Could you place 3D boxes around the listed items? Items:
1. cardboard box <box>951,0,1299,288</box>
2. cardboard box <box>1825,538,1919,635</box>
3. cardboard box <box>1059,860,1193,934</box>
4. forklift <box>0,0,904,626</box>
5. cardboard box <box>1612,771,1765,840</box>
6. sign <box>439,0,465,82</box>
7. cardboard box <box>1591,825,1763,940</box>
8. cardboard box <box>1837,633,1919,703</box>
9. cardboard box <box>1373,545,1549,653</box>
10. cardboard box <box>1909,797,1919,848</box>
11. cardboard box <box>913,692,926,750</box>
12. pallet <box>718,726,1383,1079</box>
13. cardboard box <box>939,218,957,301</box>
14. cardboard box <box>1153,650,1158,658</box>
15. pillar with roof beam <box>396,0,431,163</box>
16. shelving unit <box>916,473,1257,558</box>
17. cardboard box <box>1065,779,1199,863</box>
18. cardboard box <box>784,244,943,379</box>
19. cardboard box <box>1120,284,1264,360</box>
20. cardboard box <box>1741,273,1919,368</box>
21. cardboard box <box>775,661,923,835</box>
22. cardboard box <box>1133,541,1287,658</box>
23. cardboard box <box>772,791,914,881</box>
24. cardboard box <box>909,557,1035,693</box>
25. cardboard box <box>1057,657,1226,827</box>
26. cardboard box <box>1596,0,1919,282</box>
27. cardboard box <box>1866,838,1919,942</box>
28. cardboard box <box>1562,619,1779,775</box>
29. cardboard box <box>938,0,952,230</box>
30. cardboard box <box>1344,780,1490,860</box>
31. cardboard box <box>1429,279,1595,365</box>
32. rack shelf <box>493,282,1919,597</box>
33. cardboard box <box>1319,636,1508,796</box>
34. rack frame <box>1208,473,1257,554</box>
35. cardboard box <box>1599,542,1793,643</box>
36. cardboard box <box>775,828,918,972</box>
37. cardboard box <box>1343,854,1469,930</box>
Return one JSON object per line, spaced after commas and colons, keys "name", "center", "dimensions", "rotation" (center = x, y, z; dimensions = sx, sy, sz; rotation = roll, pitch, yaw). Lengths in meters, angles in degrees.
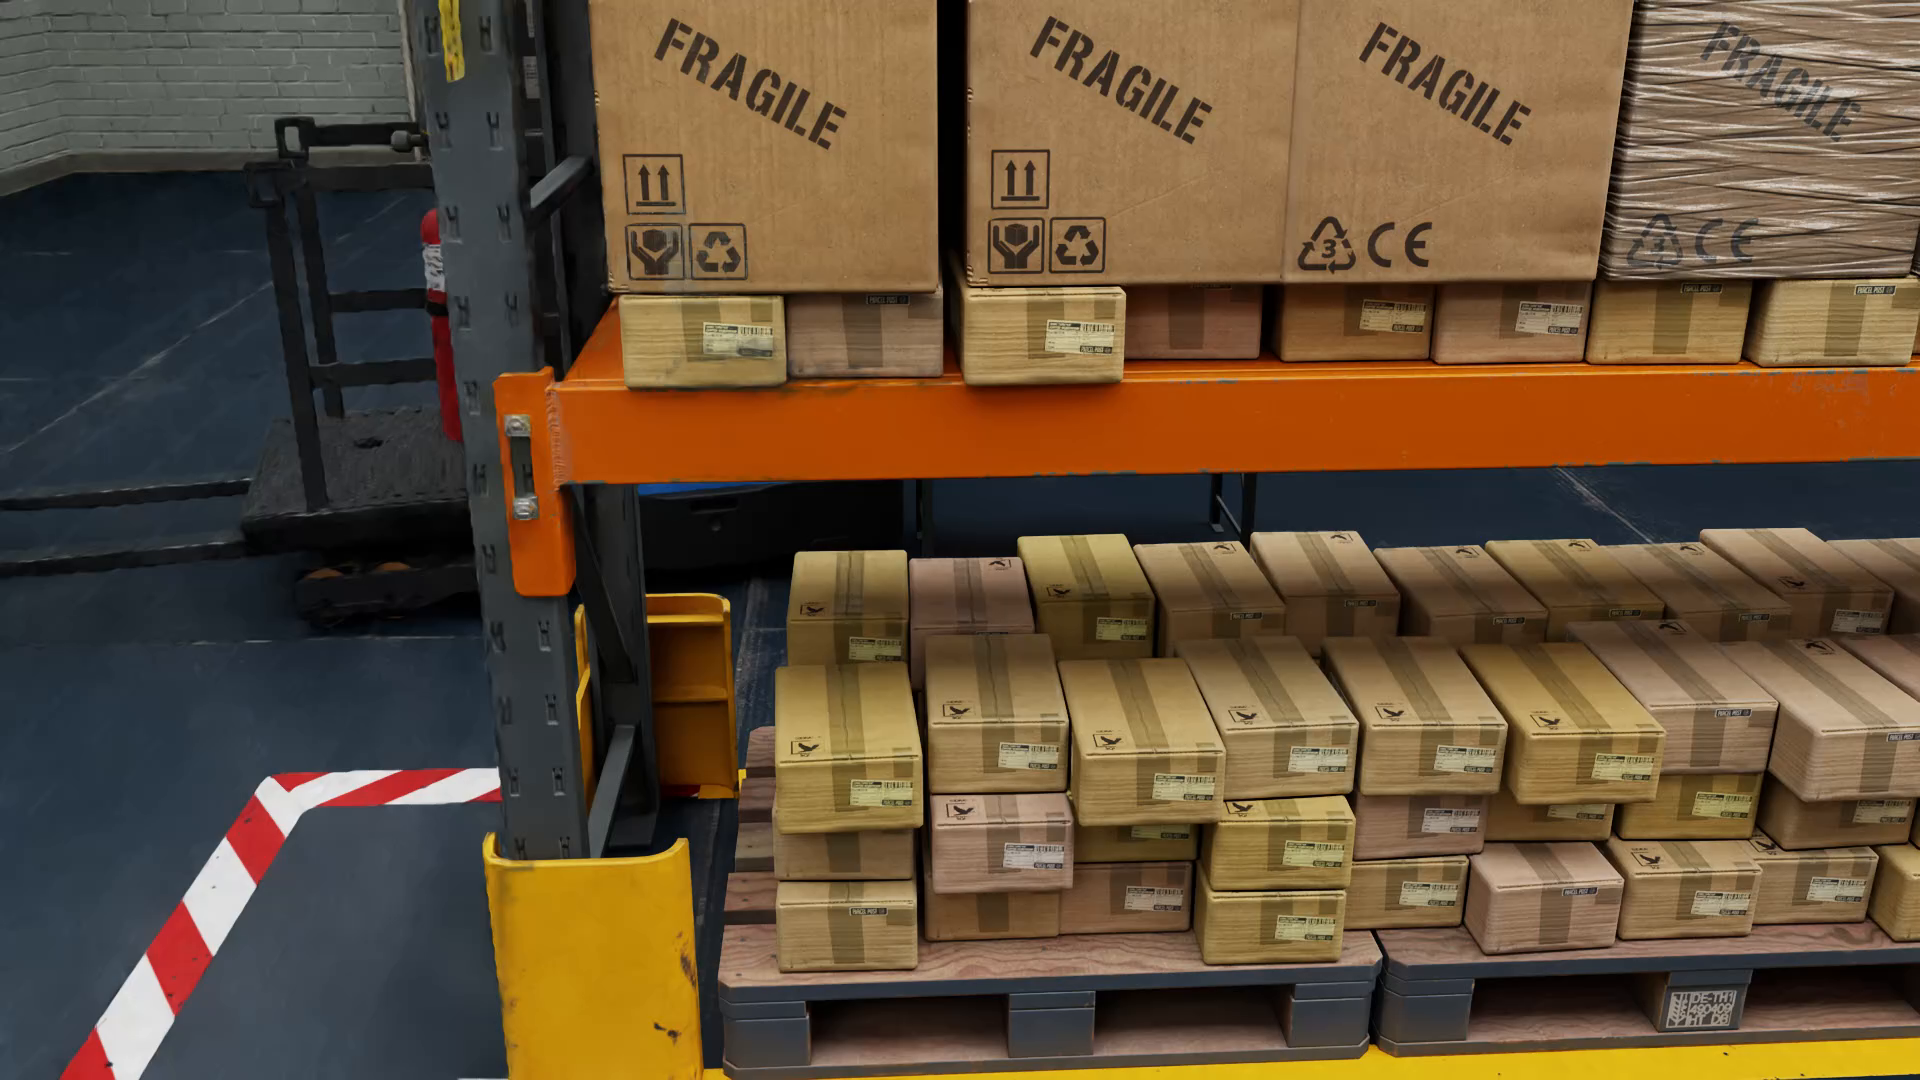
{"name": "cardboard box", "center": [0.248, -0.715, 2.725], "dimensions": [0.500, 0.500, 0.500], "rotation": [-1, 21, -3]}
{"name": "cardboard box", "center": [2.101, 0.132, 3.638], "dimensions": [0.250, 0.149, 0.380], "rotation": [-2, 21, -4]}
{"name": "cardboard box", "center": [0.296, 0.599, 3.249], "dimensions": [0.250, 0.149, 0.380], "rotation": [-1, 21, -2]}
{"name": "forklift", "center": [-1.761, -1.323, 4.976], "dimensions": [3.031, 2.935, 1.130], "rotation": [-6, 22, -15]}
{"name": "cardboard box", "center": [1.365, 0.429, 3.276], "dimensions": [0.250, 0.149, 0.380], "rotation": [0, 21, -1]}
{"name": "sign", "center": [-0.718, -0.810, 2.317], "dimensions": [0.005, 0.325, 0.100], "rotation": [-1, 21, -3]}
{"name": "cardboard box", "center": [1.336, 0.604, 3.234], "dimensions": [0.250, 0.149, 0.380], "rotation": [-1, 21, -3]}
{"name": "cardboard box", "center": [1.874, 0.321, 3.143], "dimensions": [0.250, 0.149, 0.380], "rotation": [-2, 21, -6]}
{"name": "cardboard box", "center": [1.067, 0.150, 3.592], "dimensions": [0.250, 0.149, 0.380], "rotation": [-2, 21, -5]}
{"name": "cardboard box", "center": [1.903, 0.441, 3.246], "dimensions": [0.250, 0.149, 0.380], "rotation": [-1, 21, -2]}
{"name": "cardboard box", "center": [0.025, 0.300, 3.615], "dimensions": [0.250, 0.149, 0.380], "rotation": [-2, 21, -4]}
{"name": "pallet", "center": [0.140, 0.699, 3.488], "dimensions": [1.213, 0.211, 1.003], "rotation": [-1, 21, -3]}
{"name": "cardboard box", "center": [0.060, -0.590, 3.309], "dimensions": [0.250, 0.149, 0.380], "rotation": [-1, 21, -4]}
{"name": "cardboard box", "center": [0.554, 0.306, 3.599], "dimensions": [0.250, 0.149, 0.380], "rotation": [-1, 21, -4]}
{"name": "pillar with roof beam", "center": [-3.917, -5.658, 7.834], "dimensions": [0.400, 9.000, 9.100], "rotation": [-1, 21, -3]}
{"name": "shelving unit", "center": [0.390, -0.661, 5.249], "dimensions": [1.048, 1.500, 0.538], "rotation": [-1, 21, -4]}
{"name": "cardboard box", "center": [0.304, 0.457, 3.203], "dimensions": [0.250, 0.149, 0.380], "rotation": [-1, 21, -2]}
{"name": "cardboard box", "center": [-0.155, -0.391, 2.786], "dimensions": [0.250, 0.149, 0.380], "rotation": [0, 21, -1]}
{"name": "cardboard box", "center": [0.367, -0.431, 2.892], "dimensions": [0.250, 0.149, 0.380], "rotation": [0, 21, -1]}
{"name": "cardboard box", "center": [1.416, -0.416, 2.851], "dimensions": [0.250, 0.149, 0.380], "rotation": [-1, 21, -2]}
{"name": "cardboard box", "center": [-0.207, 0.370, 3.015], "dimensions": [0.250, 0.149, 0.380], "rotation": [-2, 21, -6]}
{"name": "cardboard box", "center": [0.532, 0.141, 3.615], "dimensions": [0.250, 0.149, 0.380], "rotation": [-2, 21, -5]}
{"name": "cardboard box", "center": [-0.212, 0.479, 3.145], "dimensions": [0.250, 0.149, 0.380], "rotation": [0, 21, -1]}
{"name": "cardboard box", "center": [0.019, 0.174, 3.528], "dimensions": [0.250, 0.149, 0.380], "rotation": [-1, 21, -2]}
{"name": "cardboard box", "center": [0.320, 0.362, 3.036], "dimensions": [0.250, 0.149, 0.380], "rotation": [-1, 21, -3]}
{"name": "cardboard box", "center": [1.246, -0.733, 2.772], "dimensions": [0.500, 0.500, 0.500], "rotation": [-2, 21, -4]}
{"name": "cardboard box", "center": [1.839, 0.606, 3.229], "dimensions": [0.250, 0.149, 0.380], "rotation": [-1, 21, -3]}
{"name": "cardboard box", "center": [1.351, 0.297, 3.206], "dimensions": [0.250, 0.149, 0.380], "rotation": [-1, 21, -3]}
{"name": "cardboard box", "center": [0.199, -0.893, 3.193], "dimensions": [0.500, 0.500, 0.500], "rotation": [-1, 21, -4]}
{"name": "cardboard box", "center": [0.826, 0.451, 3.218], "dimensions": [0.250, 0.149, 0.380], "rotation": [-2, 21, -6]}
{"name": "cardboard box", "center": [0.887, -0.423, 2.870], "dimensions": [0.250, 0.149, 0.380], "rotation": [-2, 21, -4]}
{"name": "rack shelf", "center": [1.247, -0.303, 3.212], "dimensions": [4.000, 0.370, 1.077], "rotation": [-1, 21, -3]}
{"name": "cardboard box", "center": [0.841, 0.325, 3.132], "dimensions": [0.250, 0.149, 0.380], "rotation": [0, 21, -1]}
{"name": "rack frame", "center": [0.897, -0.674, 5.283], "dimensions": [0.032, 1.500, 0.500], "rotation": [-1, 21, -4]}
{"name": "cardboard box", "center": [1.575, 0.143, 3.609], "dimensions": [0.250, 0.149, 0.380], "rotation": [-2, 21, -5]}
{"name": "cardboard box", "center": [-0.208, 0.641, 3.139], "dimensions": [0.250, 0.149, 0.380], "rotation": [-1, 21, -2]}
{"name": "cardboard box", "center": [0.807, 0.593, 3.263], "dimensions": [0.250, 0.149, 0.380], "rotation": [-1, 21, -3]}
